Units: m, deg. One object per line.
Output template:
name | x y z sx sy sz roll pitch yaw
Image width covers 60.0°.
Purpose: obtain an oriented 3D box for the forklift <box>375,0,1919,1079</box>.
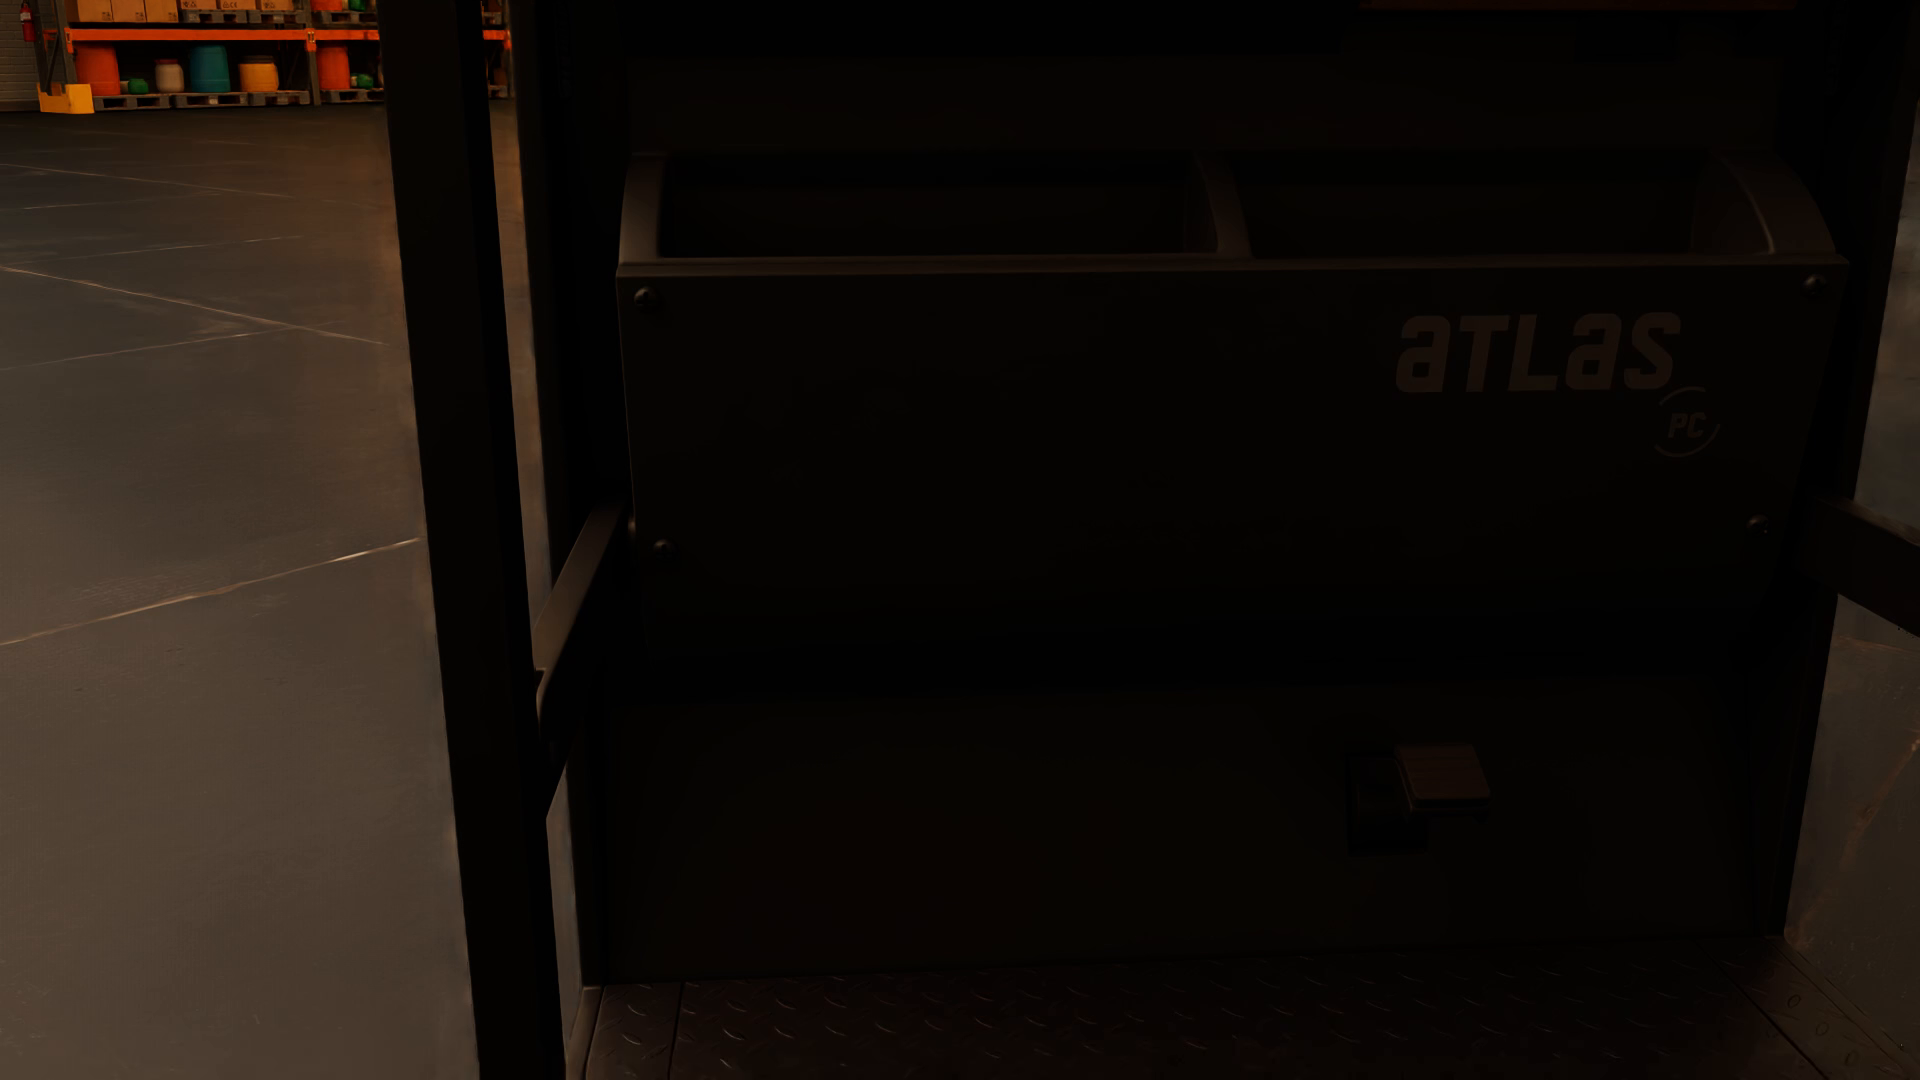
forklift | 0.228 -0.627 0.962 1.130 2.935 3.031 -1 17 -4
